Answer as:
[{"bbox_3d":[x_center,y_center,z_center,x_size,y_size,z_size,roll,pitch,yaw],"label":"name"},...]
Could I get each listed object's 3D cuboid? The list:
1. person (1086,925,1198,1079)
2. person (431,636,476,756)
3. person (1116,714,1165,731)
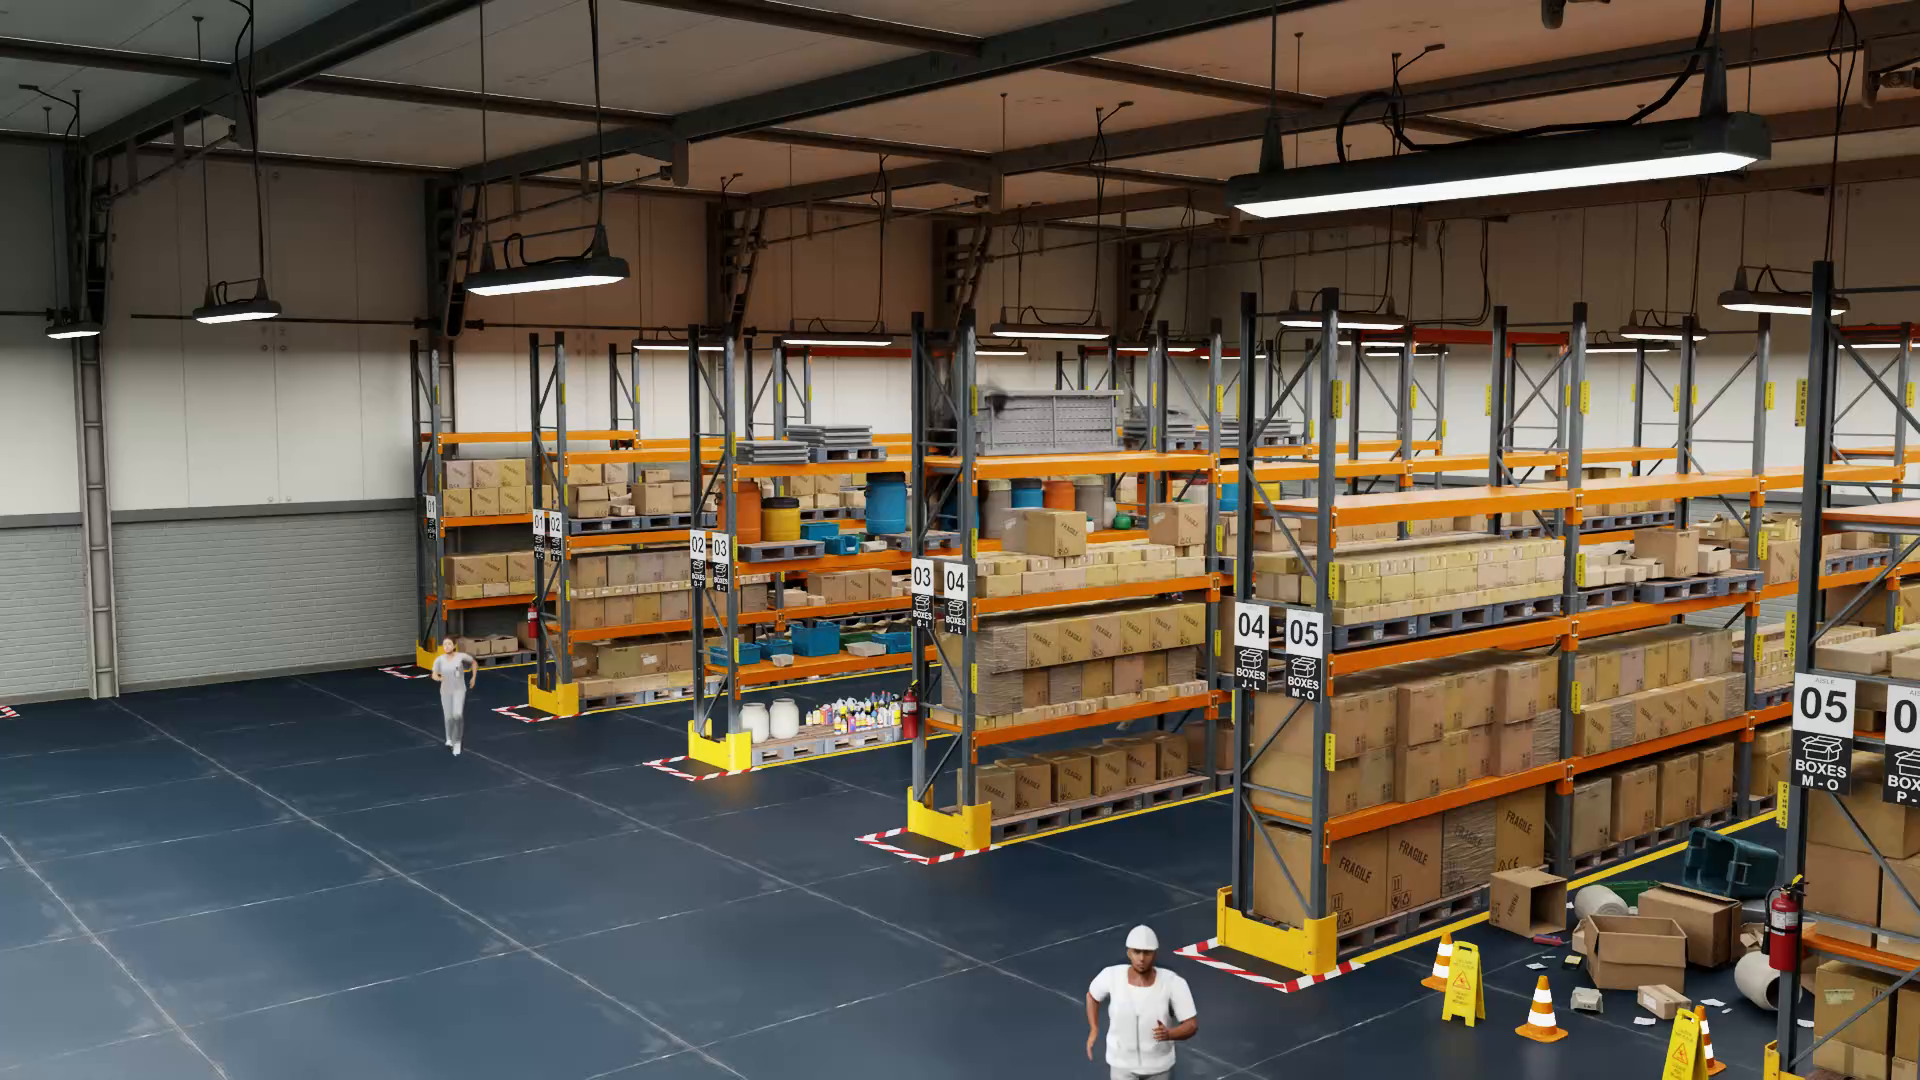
[{"bbox_3d":[1.135,3.291,10.432,0.700,1.754,0.960,1,5,6],"label":"person"},{"bbox_3d":[-7.111,2.169,23.391,0.572,1.672,0.860,-1,5,-7],"label":"person"},{"bbox_3d":[2.555,1.862,23.562,0.605,1.701,0.880,5,7,43],"label":"person"}]
